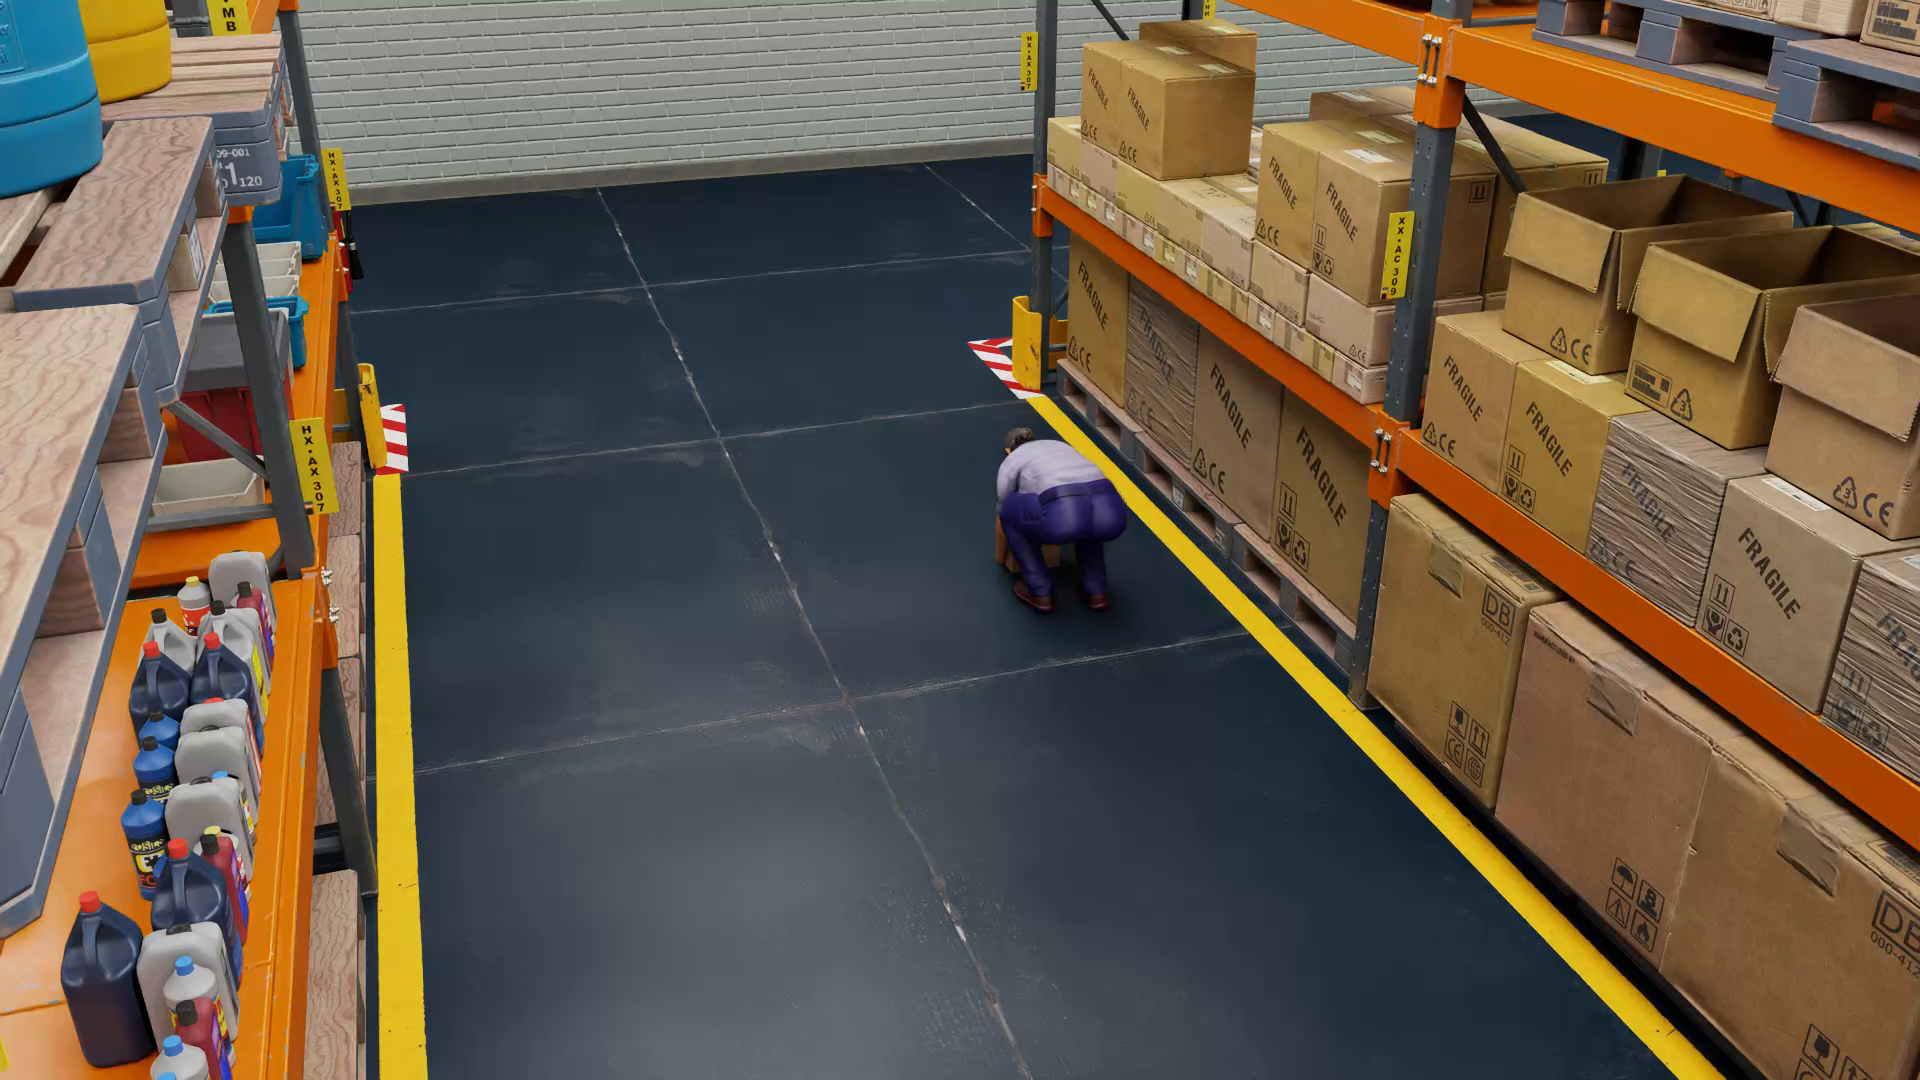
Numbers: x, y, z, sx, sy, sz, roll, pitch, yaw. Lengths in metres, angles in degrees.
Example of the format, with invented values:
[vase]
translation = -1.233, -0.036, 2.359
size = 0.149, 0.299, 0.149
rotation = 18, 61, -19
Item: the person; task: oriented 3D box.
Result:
[person]
translation = 0.441, -0.086, 7.852
size = 0.499, 0.744, 0.902
rotation = -9, 28, -17
